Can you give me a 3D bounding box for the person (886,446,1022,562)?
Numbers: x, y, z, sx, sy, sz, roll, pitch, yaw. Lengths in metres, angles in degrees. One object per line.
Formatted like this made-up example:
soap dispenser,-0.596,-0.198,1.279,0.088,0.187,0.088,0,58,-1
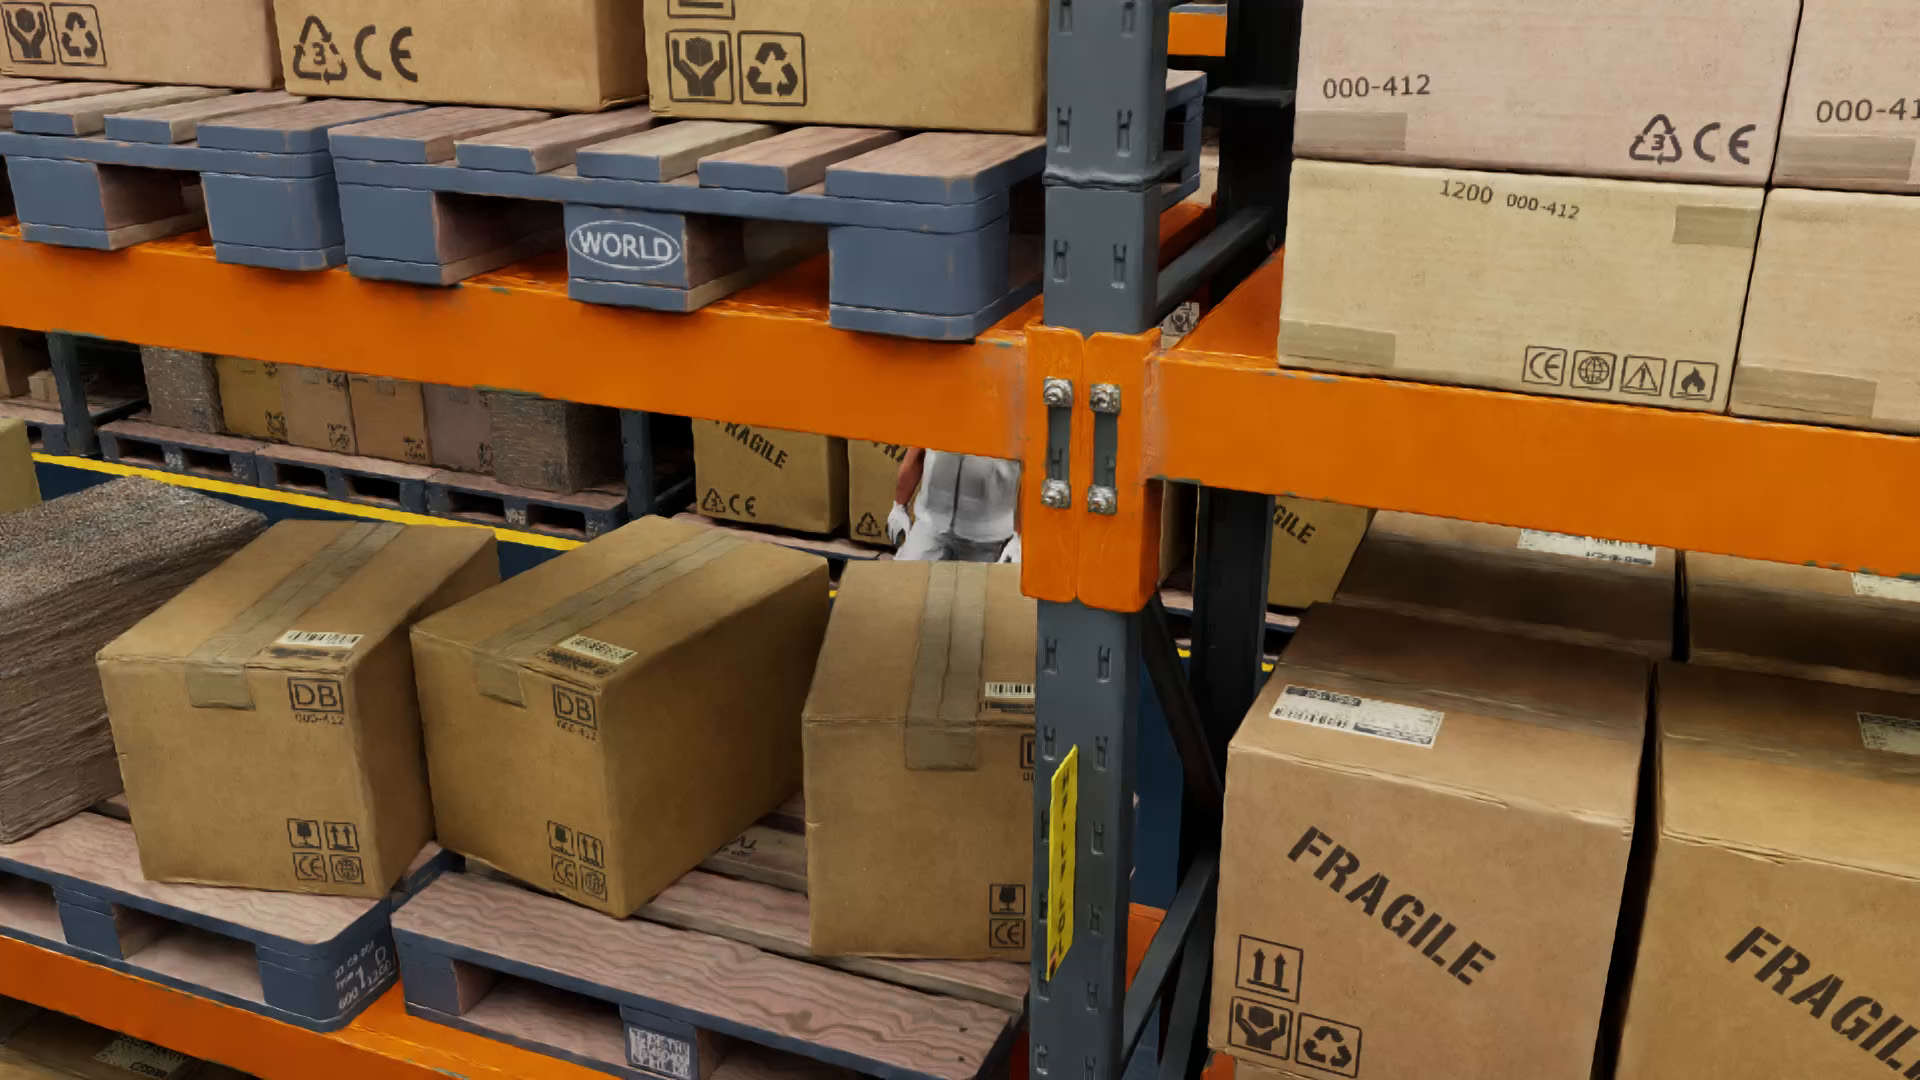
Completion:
person,-0.045,-0.010,6.557,0.728,1.774,0.452,7,23,16
